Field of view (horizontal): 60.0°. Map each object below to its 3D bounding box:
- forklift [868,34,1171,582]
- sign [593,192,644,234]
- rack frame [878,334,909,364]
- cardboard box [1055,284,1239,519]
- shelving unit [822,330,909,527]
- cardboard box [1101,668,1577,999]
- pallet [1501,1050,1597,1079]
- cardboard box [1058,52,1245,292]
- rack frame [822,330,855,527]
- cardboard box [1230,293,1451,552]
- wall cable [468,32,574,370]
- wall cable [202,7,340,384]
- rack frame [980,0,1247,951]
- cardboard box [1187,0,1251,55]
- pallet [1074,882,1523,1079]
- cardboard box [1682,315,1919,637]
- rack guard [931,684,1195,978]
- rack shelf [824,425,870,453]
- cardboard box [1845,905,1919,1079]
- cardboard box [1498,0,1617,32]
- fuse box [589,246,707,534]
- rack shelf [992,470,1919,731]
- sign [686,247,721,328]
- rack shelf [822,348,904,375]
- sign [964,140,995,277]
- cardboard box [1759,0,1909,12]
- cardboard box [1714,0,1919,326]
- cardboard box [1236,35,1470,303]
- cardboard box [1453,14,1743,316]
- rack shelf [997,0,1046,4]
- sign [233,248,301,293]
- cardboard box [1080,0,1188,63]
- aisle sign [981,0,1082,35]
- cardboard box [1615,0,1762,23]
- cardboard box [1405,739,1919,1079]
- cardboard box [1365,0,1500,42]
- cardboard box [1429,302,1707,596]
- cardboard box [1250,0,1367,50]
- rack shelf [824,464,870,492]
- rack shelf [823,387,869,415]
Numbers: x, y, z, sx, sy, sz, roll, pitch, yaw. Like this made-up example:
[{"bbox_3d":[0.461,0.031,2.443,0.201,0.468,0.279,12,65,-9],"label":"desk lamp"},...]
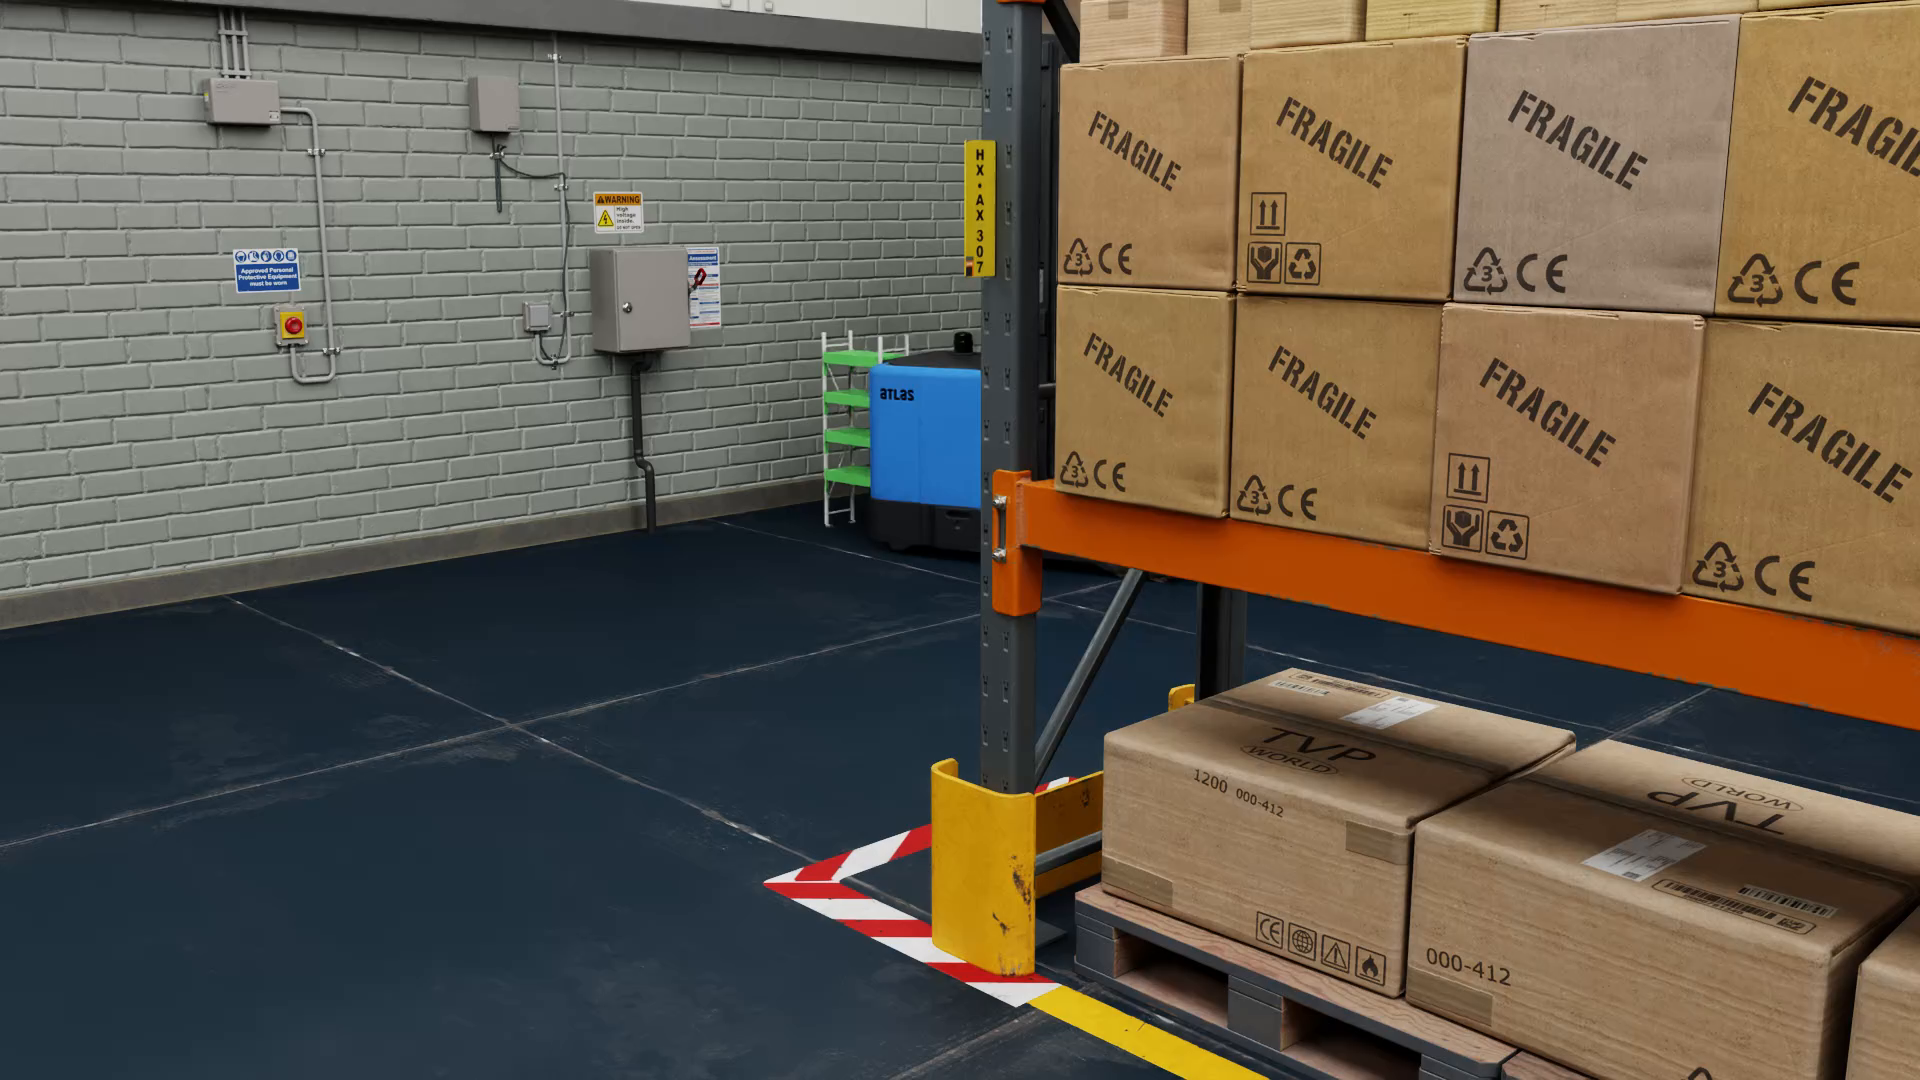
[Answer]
[{"bbox_3d":[1.027,-1.332,9.114,3.031,2.935,1.130,5,13,25],"label":"forklift"},{"bbox_3d":[-2.020,-1.939,9.844,0.339,0.242,0.001,-11,16,-43],"label":"sign"},{"bbox_3d":[-0.393,-0.619,9.941,0.015,1.200,0.240,11,16,42],"label":"rack frame"},{"bbox_3d":[0.578,-0.360,3.977,0.500,0.500,0.500,-11,16,-43],"label":"cardboard box"},{"bbox_3d":[-0.572,-0.652,10.103,0.503,1.200,0.258,11,16,42],"label":"shelving unit"},{"bbox_3d":[0.982,0.711,4.338,0.875,0.438,0.875,11,16,43],"label":"cardboard box"},{"bbox_3d":[1.901,1.228,3.426,1.003,0.211,1.213,-11,16,-43],"label":"pallet"},{"bbox_3d":[0.580,-0.850,3.878,0.500,0.500,0.500,-11,16,-44],"label":"cardboard box"},{"bbox_3d":[-0.751,-0.686,10.266,0.015,1.200,0.240,11,16,42],"label":"rack frame"},{"bbox_3d":[0.947,-0.290,3.638,0.500,0.500,0.500,-11,16,-43],"label":"cardboard box"},{"bbox_3d":[-2.439,-1.938,9.365,0.588,1.984,0.122,-11,16,-43],"label":"wall cable"},{"bbox_3d":[-3.457,-1.754,8.395,0.585,1.953,0.123,-11,16,-43],"label":"wall cable"},{"bbox_3d":[0.454,-0.421,4.522,1.000,3.000,0.127,-11,16,-43],"label":"rack frame"},{"bbox_3d":[0.732,-1.159,3.769,0.380,0.149,0.250,-10,16,-41],"label":"cardboard box"},{"bbox_3d":[1.063,1.051,4.290,1.003,0.211,1.213,-11,16,-43],"label":"pallet"},{"bbox_3d":[1.644,-0.143,2.922,0.500,0.500,0.500,-10,15,-41],"label":"cardboard box"},{"bbox_3d":[0.438,0.800,4.791,1.175,0.500,0.348,-11,16,-43],"label":"rack guard"},{"bbox_3d":[-0.572,-0.590,10.116,0.480,0.148,0.258,11,16,42],"label":"rack shelf"},{"bbox_3d":[2.242,0.975,3.056,0.875,0.438,0.875,11,16,43],"label":"cardboard box"},{"bbox_3d":[1.242,-1.038,3.183,0.380,0.149,0.250,-11,16,-42],"label":"cardboard box"},{"bbox_3d":[-1.837,-0.881,9.948,0.539,1.711,0.414,-11,16,-43],"label":"fuse box"},{"bbox_3d":[1.835,0.223,3.178,1.077,0.370,4.000,-11,16,-43],"label":"rack shelf"},{"bbox_3d":[-1.622,-1.565,10.308,0.329,0.494,0.001,-11,16,-43],"label":"sign"},{"bbox_3d":[-0.572,-1.060,10.019,0.480,0.148,0.258,11,16,42],"label":"rack shelf"},{"bbox_3d":[0.049,-0.807,4.055,0.100,0.325,0.005,-11,16,-43],"label":"sign"},{"bbox_3d":[1.540,-0.955,2.780,0.250,0.149,0.380,11,16,44],"label":"cardboard box"},{"bbox_3d":[1.648,-0.629,2.805,0.500,0.500,0.500,-11,16,-42],"label":"cardboard box"},{"bbox_3d":[0.941,-0.776,3.517,0.500,0.500,0.500,11,16,44],"label":"cardboard box"},{"bbox_3d":[1.303,-0.702,3.157,0.500,0.500,0.500,-11,16,-43],"label":"cardboard box"},{"bbox_3d":[1.835,-1.246,2.875,1.077,0.370,4.000,-11,16,-43],"label":"rack shelf"},{"bbox_3d":[-3.534,-1.375,8.484,0.327,0.218,0.001,-11,16,-43],"label":"sign"},{"bbox_3d":[0.499,-1.187,3.907,0.380,0.149,0.250,-10,16,-41],"label":"cardboard box"},{"bbox_3d":[0.195,-1.664,4.114,0.394,0.787,0.004,-11,16,-43],"label":"aisle sign"},{"bbox_3d":[1.384,-0.996,2.978,0.380,0.149,0.250,-11,16,-42],"label":"cardboard box"},{"bbox_3d":[1.620,0.843,3.695,0.875,0.438,0.875,-10,16,-41],"label":"cardboard box"},{"bbox_3d":[1.023,-1.069,3.333,0.250,0.149,0.380,11,16,43],"label":"cardboard box"},{"bbox_3d":[1.286,-0.213,3.265,0.500,0.500,0.500,-11,16,-43],"label":"cardboard box"},{"bbox_3d":[0.828,-1.105,3.507,0.380,0.149,0.250,-10,15,-41],"label":"cardboard box"},{"bbox_3d":[-0.572,-0.354,10.164,0.480,0.148,0.258,11,16,42],"label":"rack shelf"},{"bbox_3d":[-0.572,-0.825,10.068,0.480,0.148,0.258,11,16,42],"label":"rack shelf"}]
